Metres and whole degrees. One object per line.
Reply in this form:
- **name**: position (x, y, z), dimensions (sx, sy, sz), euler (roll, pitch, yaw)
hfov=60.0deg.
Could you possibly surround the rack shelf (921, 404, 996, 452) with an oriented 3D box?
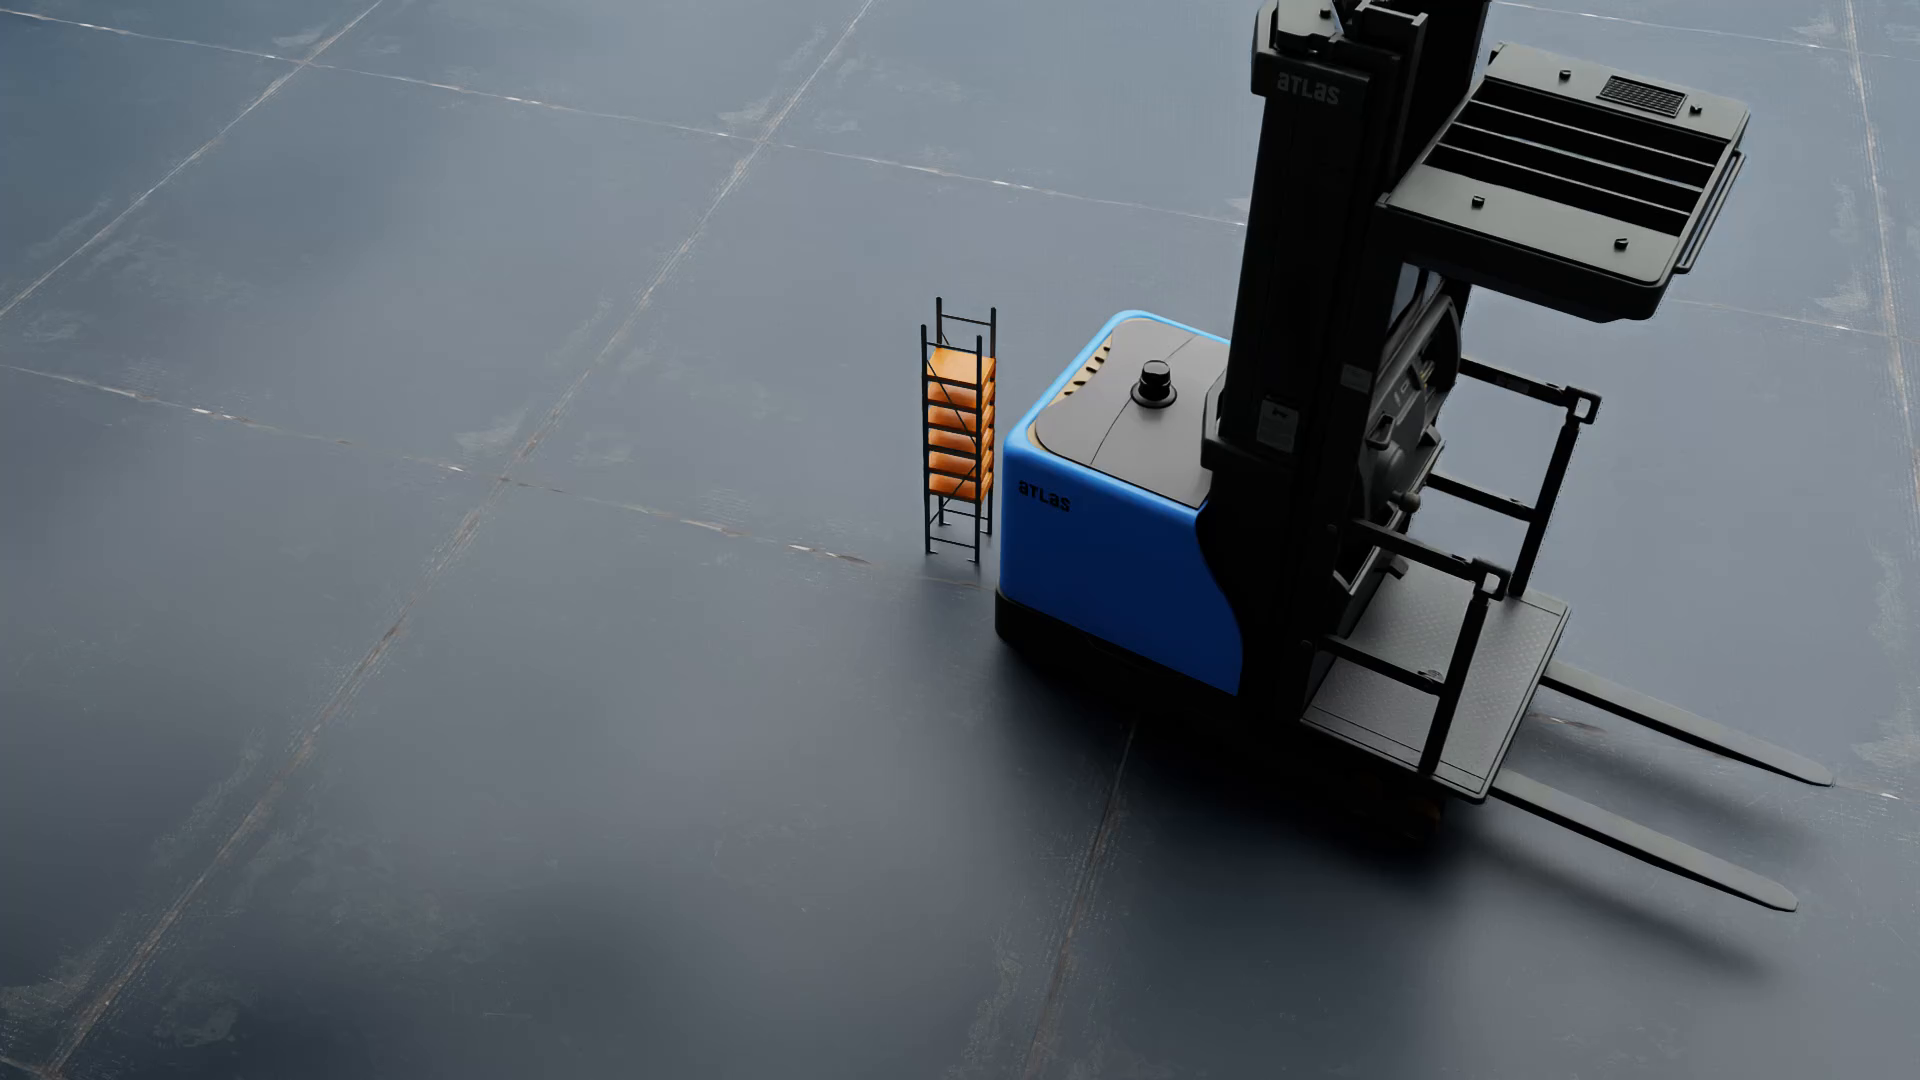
- **rack shelf**: position (-0.004, -0.473, 6.667), dimensions (0.258, 0.103, 0.180), euler (13, 46, 12)

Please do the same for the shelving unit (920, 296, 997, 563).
- **shelving unit**: position (-0.004, -0.419, 6.719), dimensions (0.258, 1.200, 0.189), euler (13, 46, 13)

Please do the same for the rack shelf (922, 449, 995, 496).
- **rack shelf**: position (-0.004, -0.302, 6.834), dimensions (0.258, 0.103, 0.180), euler (13, 46, 12)

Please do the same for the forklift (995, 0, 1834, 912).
- **forklift**: position (1.668, -0.391, 5.453), dimensions (3.031, 2.935, 1.130), euler (23, 49, 22)

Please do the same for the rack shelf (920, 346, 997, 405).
- **rack shelf**: position (-0.004, -0.645, 6.499), dimensions (0.258, 0.103, 0.180), euler (13, 46, 12)

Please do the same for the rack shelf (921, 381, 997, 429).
- **rack shelf**: position (-0.004, -0.559, 6.583), dimensions (0.258, 0.103, 0.180), euler (13, 46, 12)

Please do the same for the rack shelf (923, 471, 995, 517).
- **rack shelf**: position (-0.004, -0.216, 6.918), dimensions (0.258, 0.103, 0.180), euler (13, 46, 12)

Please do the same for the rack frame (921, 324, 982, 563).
- **rack frame**: position (-0.032, -0.358, 6.657), dimensions (0.240, 1.200, 0.006), euler (13, 46, 13)

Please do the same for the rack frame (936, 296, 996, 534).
- **rack frame**: position (0.023, -0.480, 6.782), dimensions (0.240, 1.200, 0.006), euler (13, 46, 13)

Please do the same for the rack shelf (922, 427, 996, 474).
- **rack shelf**: position (-0.004, -0.387, 6.751), dimensions (0.258, 0.103, 0.180), euler (13, 46, 12)
